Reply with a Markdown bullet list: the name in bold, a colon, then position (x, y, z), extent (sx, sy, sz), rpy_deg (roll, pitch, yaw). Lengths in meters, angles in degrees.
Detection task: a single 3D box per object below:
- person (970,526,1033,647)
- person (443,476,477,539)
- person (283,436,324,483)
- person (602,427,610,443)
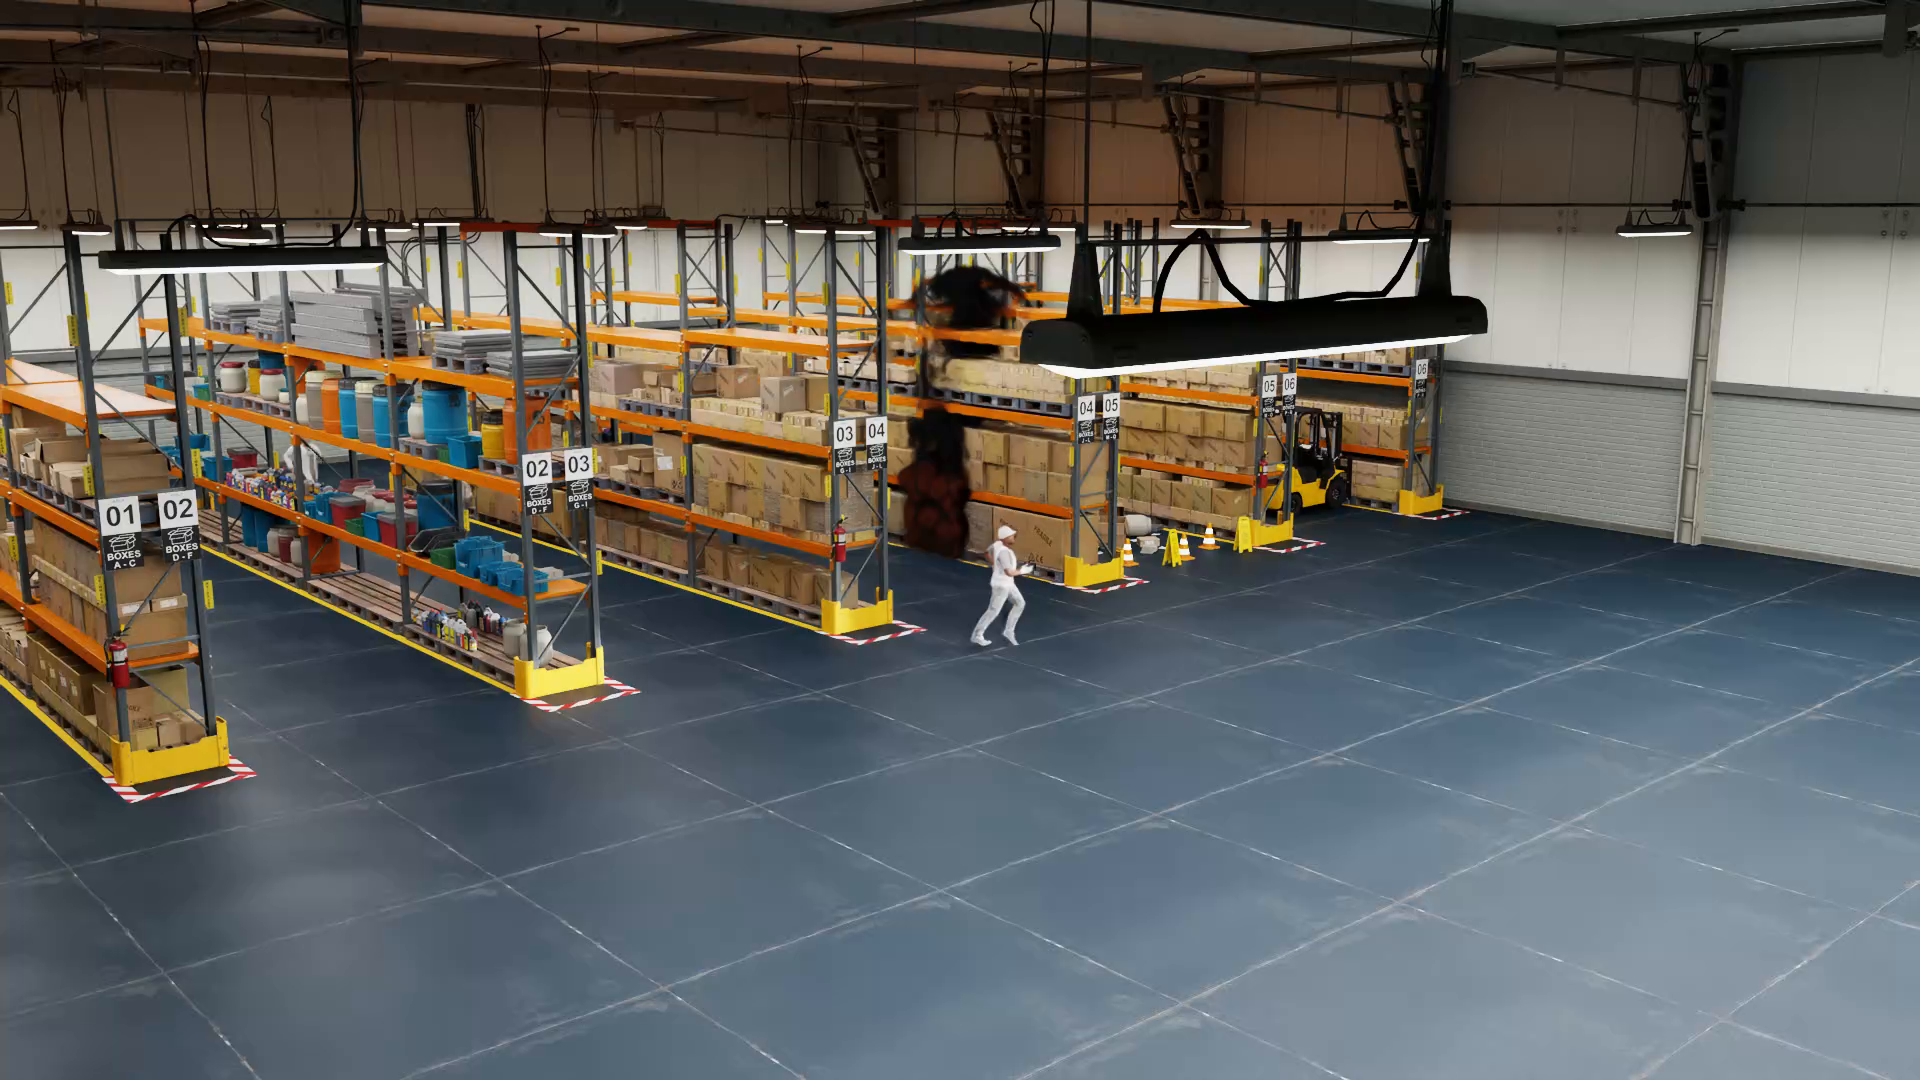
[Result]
- **person**: position (0.617, 0.598, 23.998), extent (0.879, 1.643, 0.694), rpy_deg (1, 11, 2)
- **person**: position (-9.373, -0.754, 31.274), extent (0.557, 1.738, 0.835), rpy_deg (-11, 16, -44)
- **person**: position (-13.235, -1.280, 33.710), extent (0.862, 1.849, 0.674), rpy_deg (7, 13, 30)
- **person**: position (-8.805, -2.665, 41.124), extent (0.628, 1.608, 0.603), rpy_deg (-1, 12, -7)
